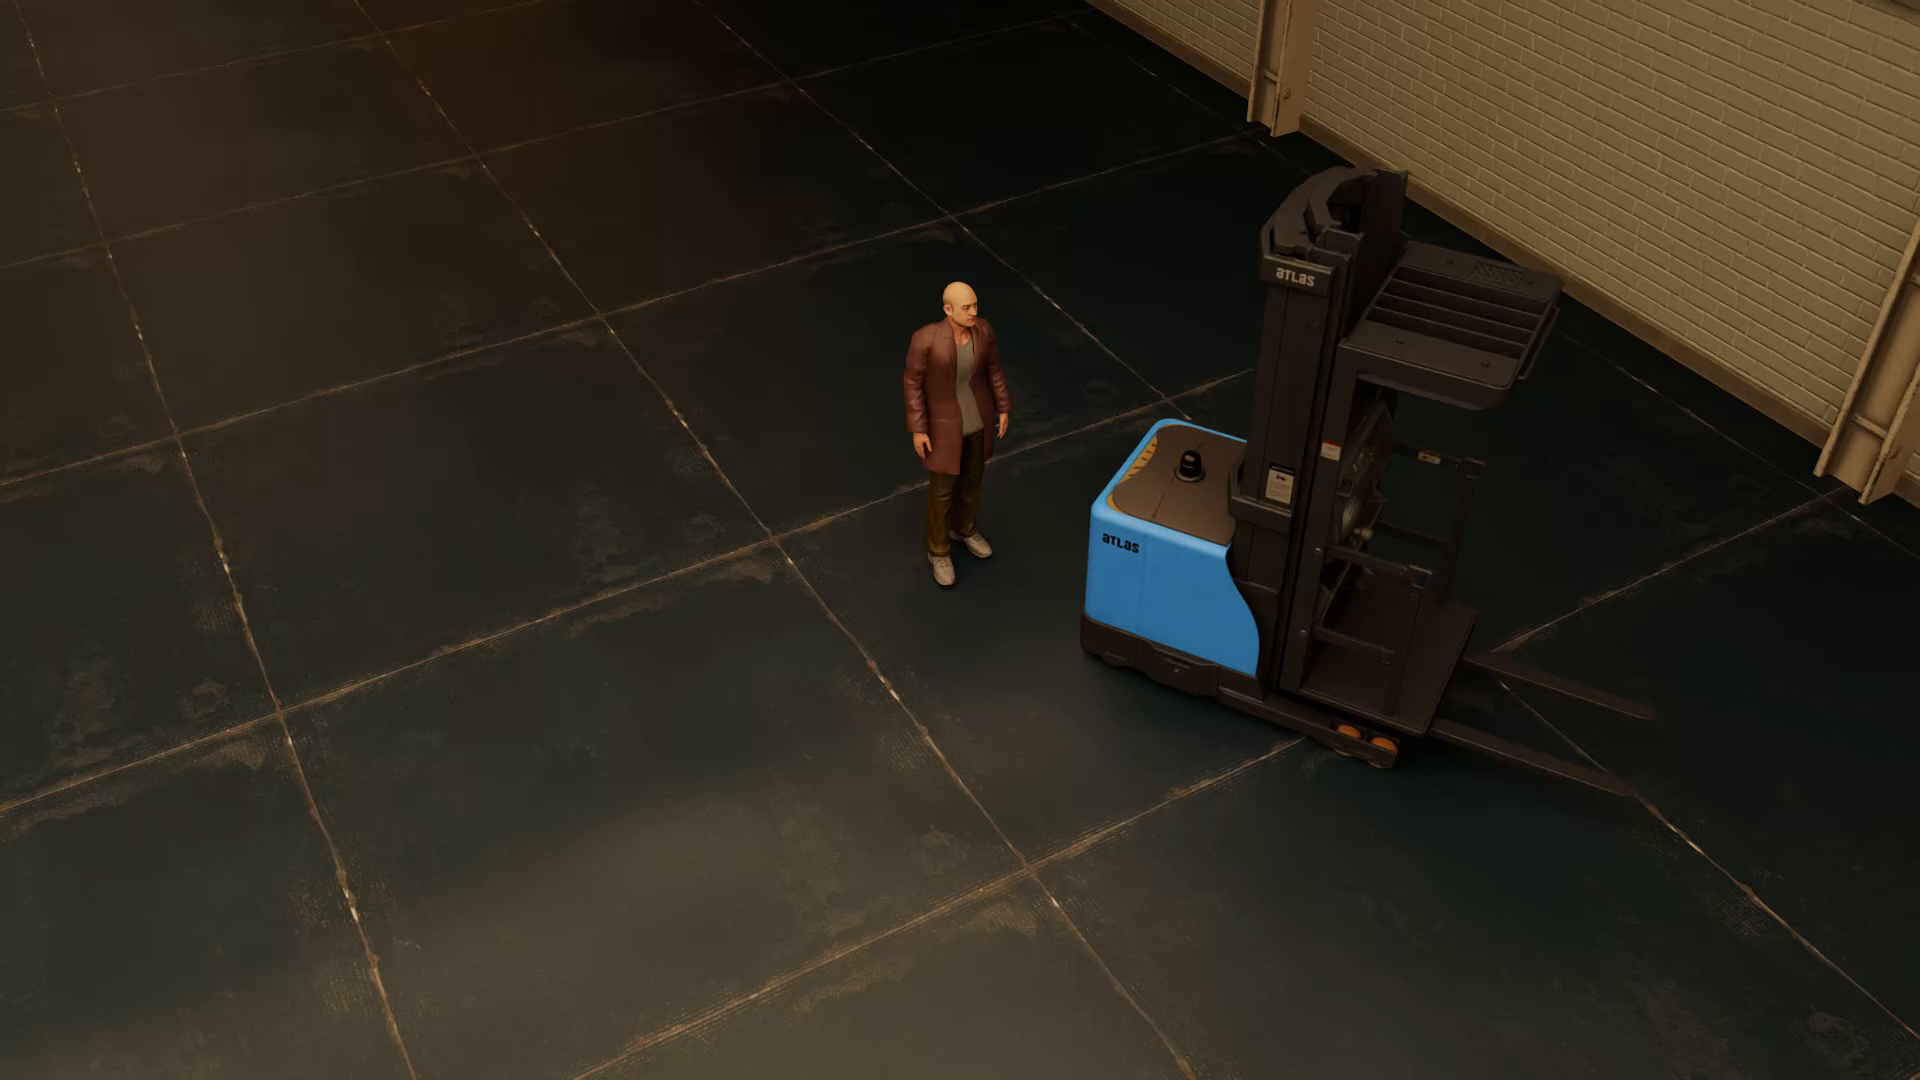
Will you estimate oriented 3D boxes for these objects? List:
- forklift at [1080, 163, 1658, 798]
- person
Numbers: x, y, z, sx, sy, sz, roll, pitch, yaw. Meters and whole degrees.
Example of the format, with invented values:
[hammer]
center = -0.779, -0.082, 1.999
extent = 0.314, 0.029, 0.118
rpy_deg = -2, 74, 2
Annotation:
[forklift]
center = 2.231, -0.301, 8.400
extent = 3.031, 2.935, 1.130
rpy_deg = 19, 43, 21
[person]
center = 0.041, -0.638, 9.698
extent = 0.694, 1.775, 0.582
rpy_deg = -20, 44, -23
